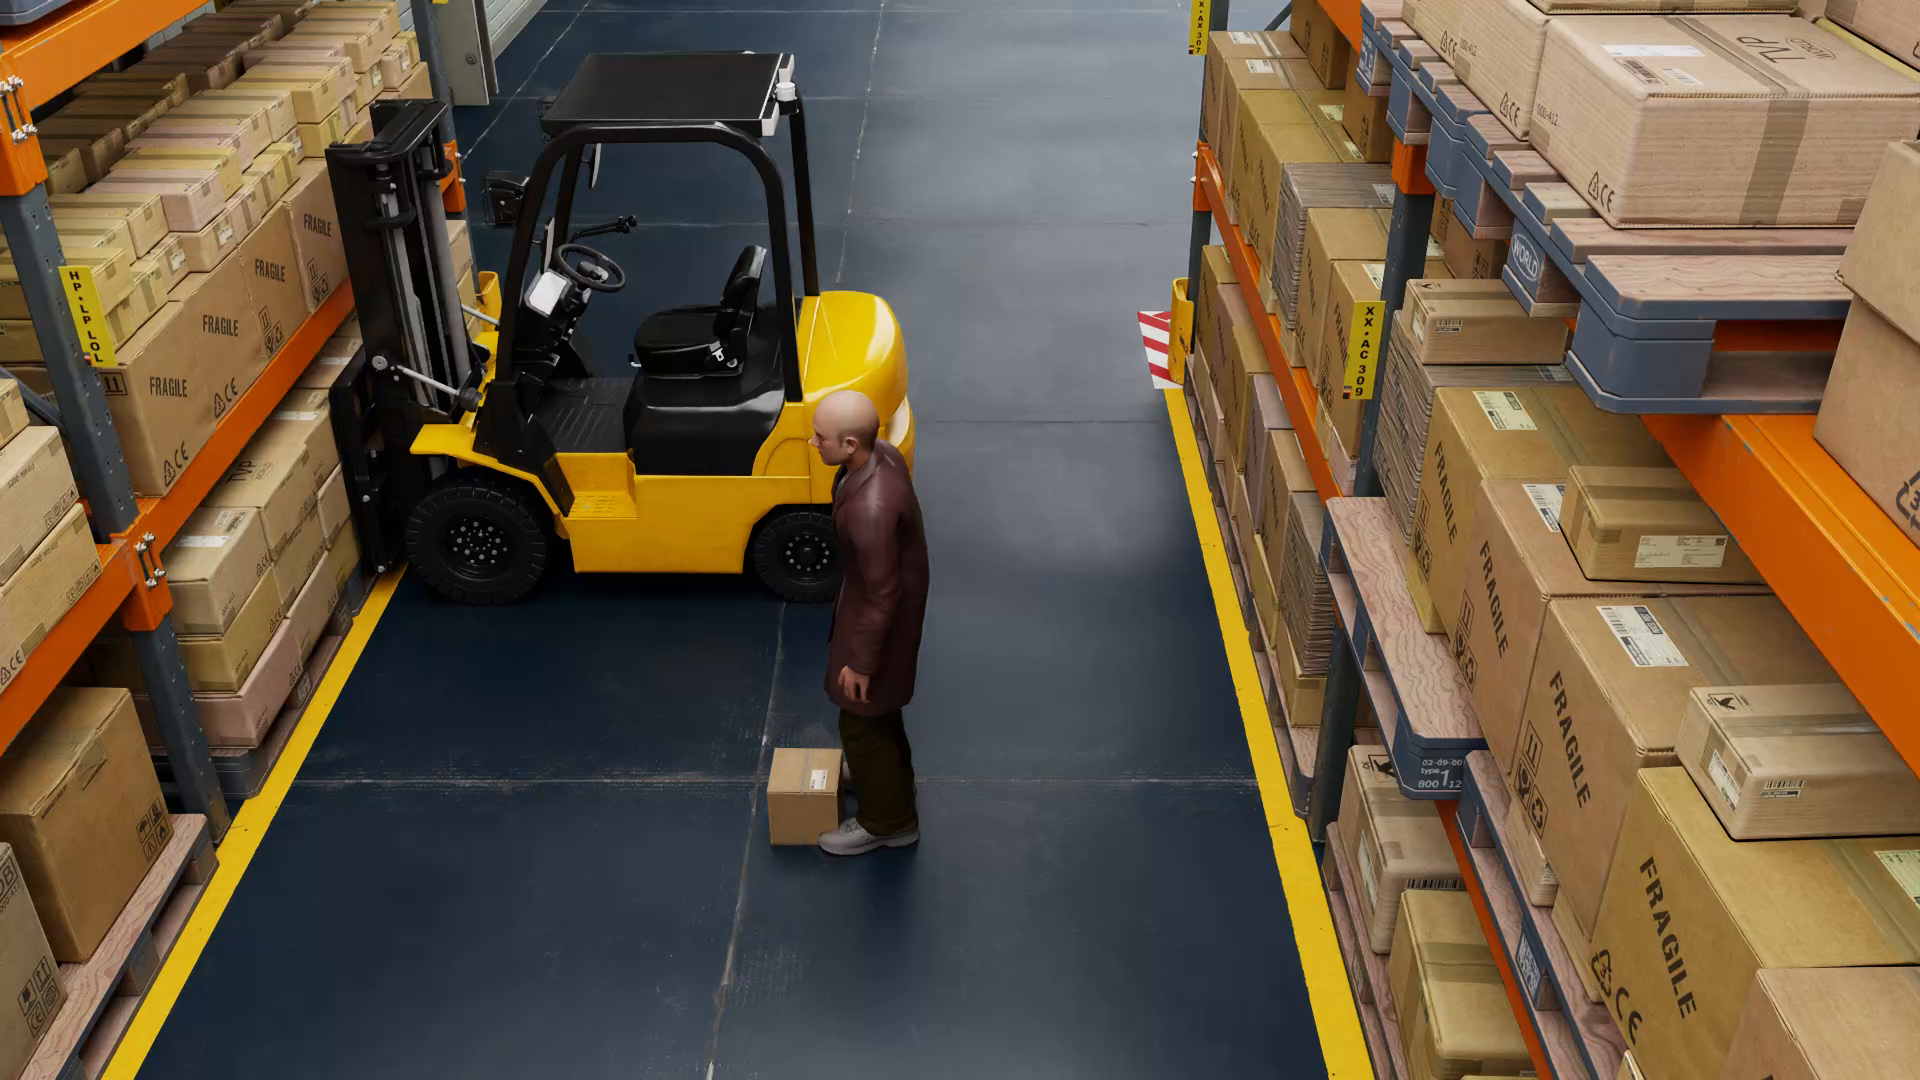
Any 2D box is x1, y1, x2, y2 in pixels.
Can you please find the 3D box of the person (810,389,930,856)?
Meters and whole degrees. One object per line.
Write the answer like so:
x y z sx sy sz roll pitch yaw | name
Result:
-0.312 0.286 5.674 0.418 1.774 0.656 -1 31 -2 | person
